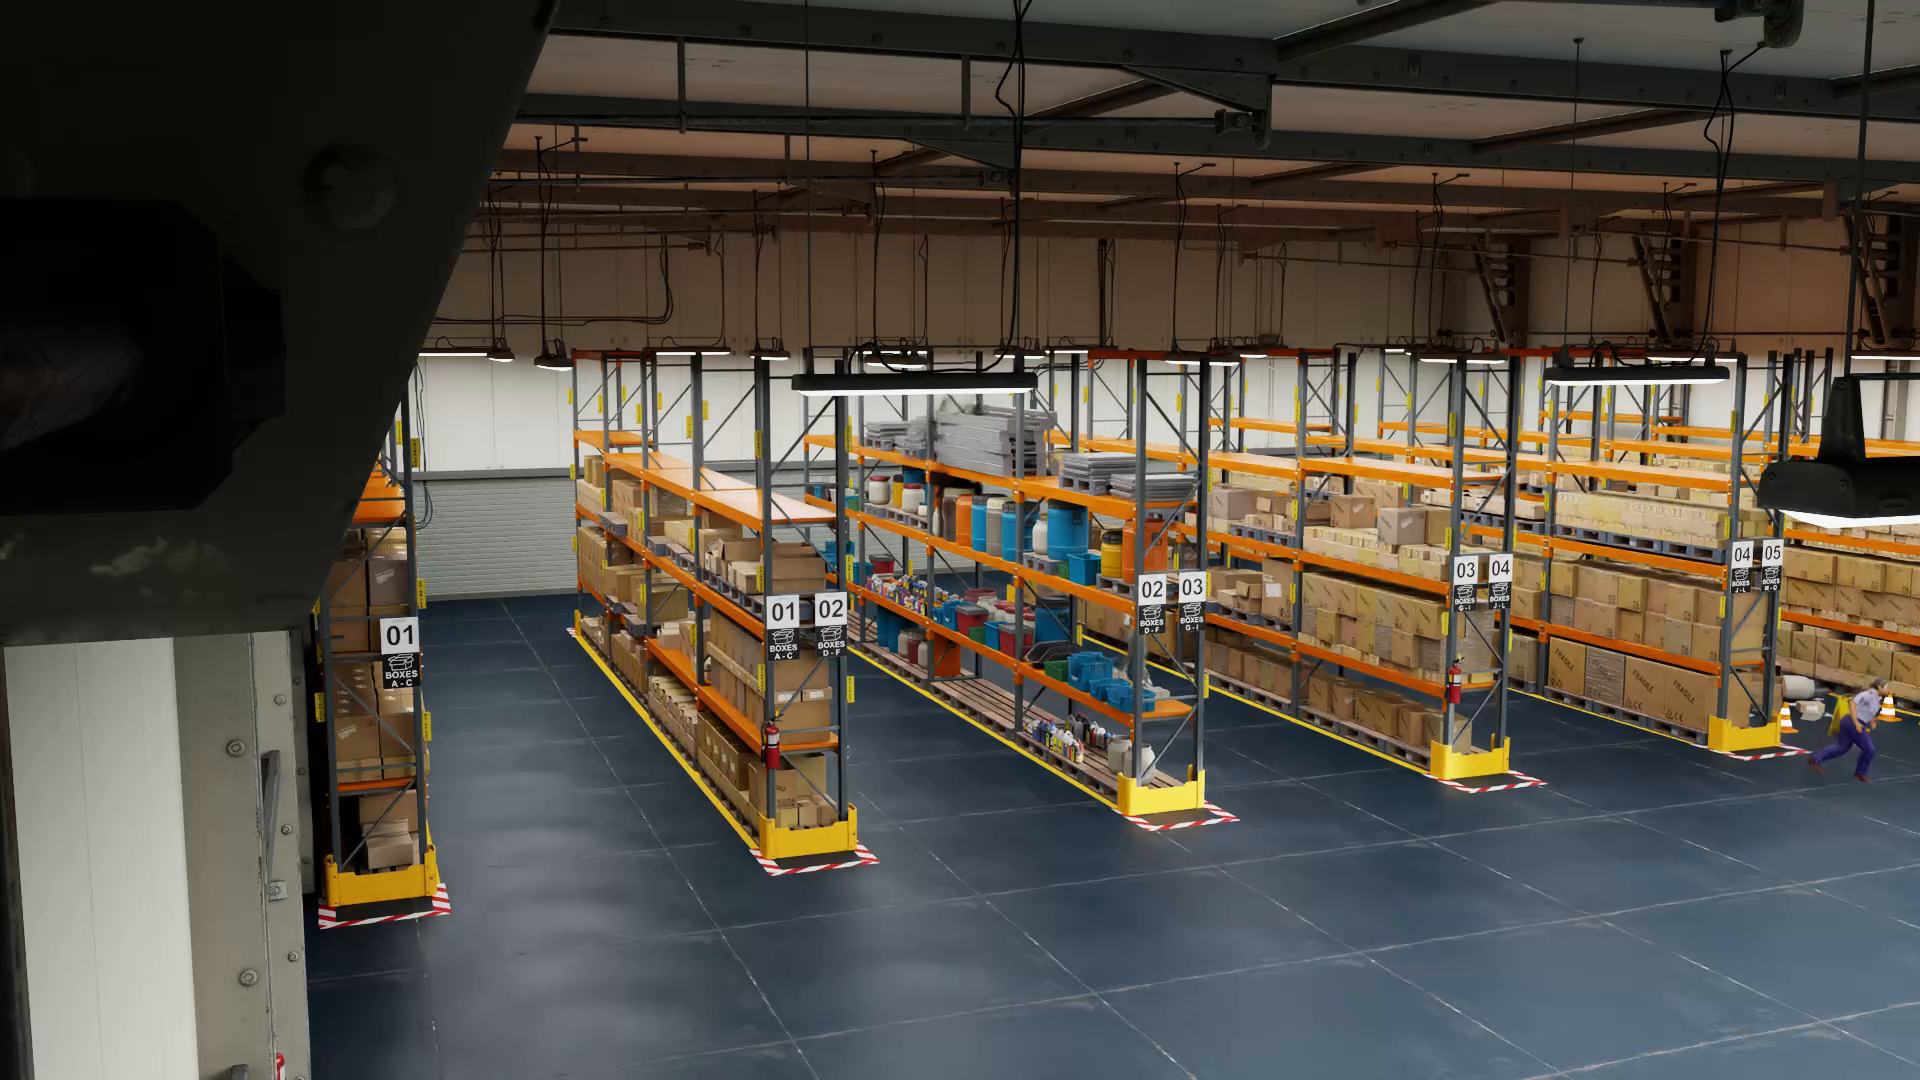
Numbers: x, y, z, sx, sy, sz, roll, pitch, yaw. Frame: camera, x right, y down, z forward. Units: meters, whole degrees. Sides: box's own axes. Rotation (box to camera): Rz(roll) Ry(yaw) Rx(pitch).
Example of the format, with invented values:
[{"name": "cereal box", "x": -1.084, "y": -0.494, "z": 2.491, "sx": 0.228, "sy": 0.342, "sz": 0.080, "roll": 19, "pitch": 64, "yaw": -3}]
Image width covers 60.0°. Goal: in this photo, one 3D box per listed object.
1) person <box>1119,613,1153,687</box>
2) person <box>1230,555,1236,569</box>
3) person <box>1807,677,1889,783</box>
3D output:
[{"name": "person", "x": 3.035, "y": 1.682, "z": 28.603, "sx": 0.538, "sy": 1.610, "sz": 0.808, "roll": -5, "pitch": 9, "yaw": -34}, {"name": "person", "x": 6.768, "y": 0.339, "z": 41.524, "sx": 0.841, "sy": 1.734, "sz": 0.773, "roll": 3, "pitch": 8, "yaw": 21}, {"name": "person", "x": 12.631, "y": 2.676, "z": 23.670, "sx": 0.979, "sy": 1.555, "sz": 0.603, "roll": 5, "pitch": 9, "yaw": 36}]
